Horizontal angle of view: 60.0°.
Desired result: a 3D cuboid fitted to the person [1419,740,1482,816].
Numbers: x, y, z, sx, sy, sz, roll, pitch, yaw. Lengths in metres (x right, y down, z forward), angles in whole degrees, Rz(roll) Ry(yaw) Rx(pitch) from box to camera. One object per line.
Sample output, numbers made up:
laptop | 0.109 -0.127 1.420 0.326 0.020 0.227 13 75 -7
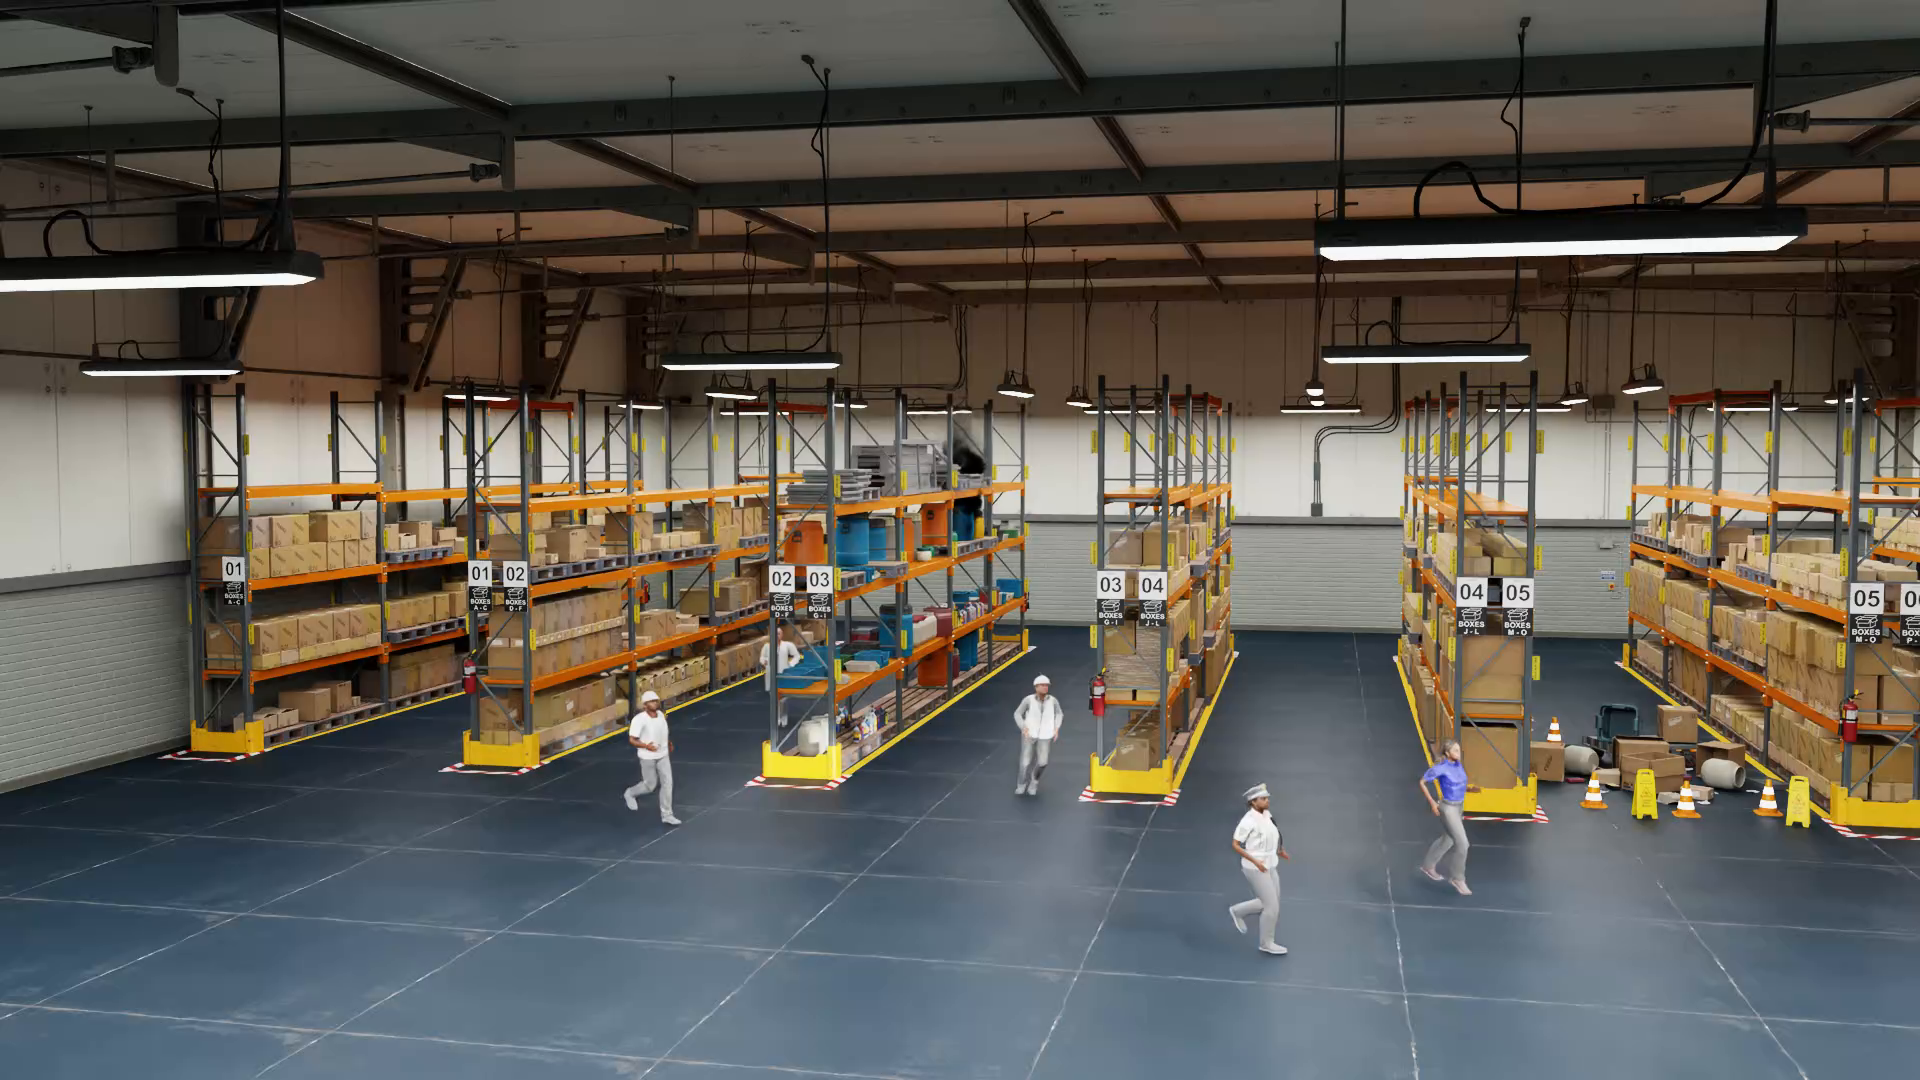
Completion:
person | 5.554 2.662 18.647 0.637 0.825 0.549 3 4 43

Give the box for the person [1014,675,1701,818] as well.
person | -2.755 0.849 20.225 25.744 6.000 6.773 0 3 -3

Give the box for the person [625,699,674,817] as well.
person | -4.106 2.892 22.096 0.775 1.551 0.713 3 4 38

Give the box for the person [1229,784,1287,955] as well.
person | 2.943 3.228 16.477 0.681 1.655 0.544 3 4 41

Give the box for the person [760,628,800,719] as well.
person | -3.243 2.396 29.442 0.675 1.671 0.658 1 3 9
